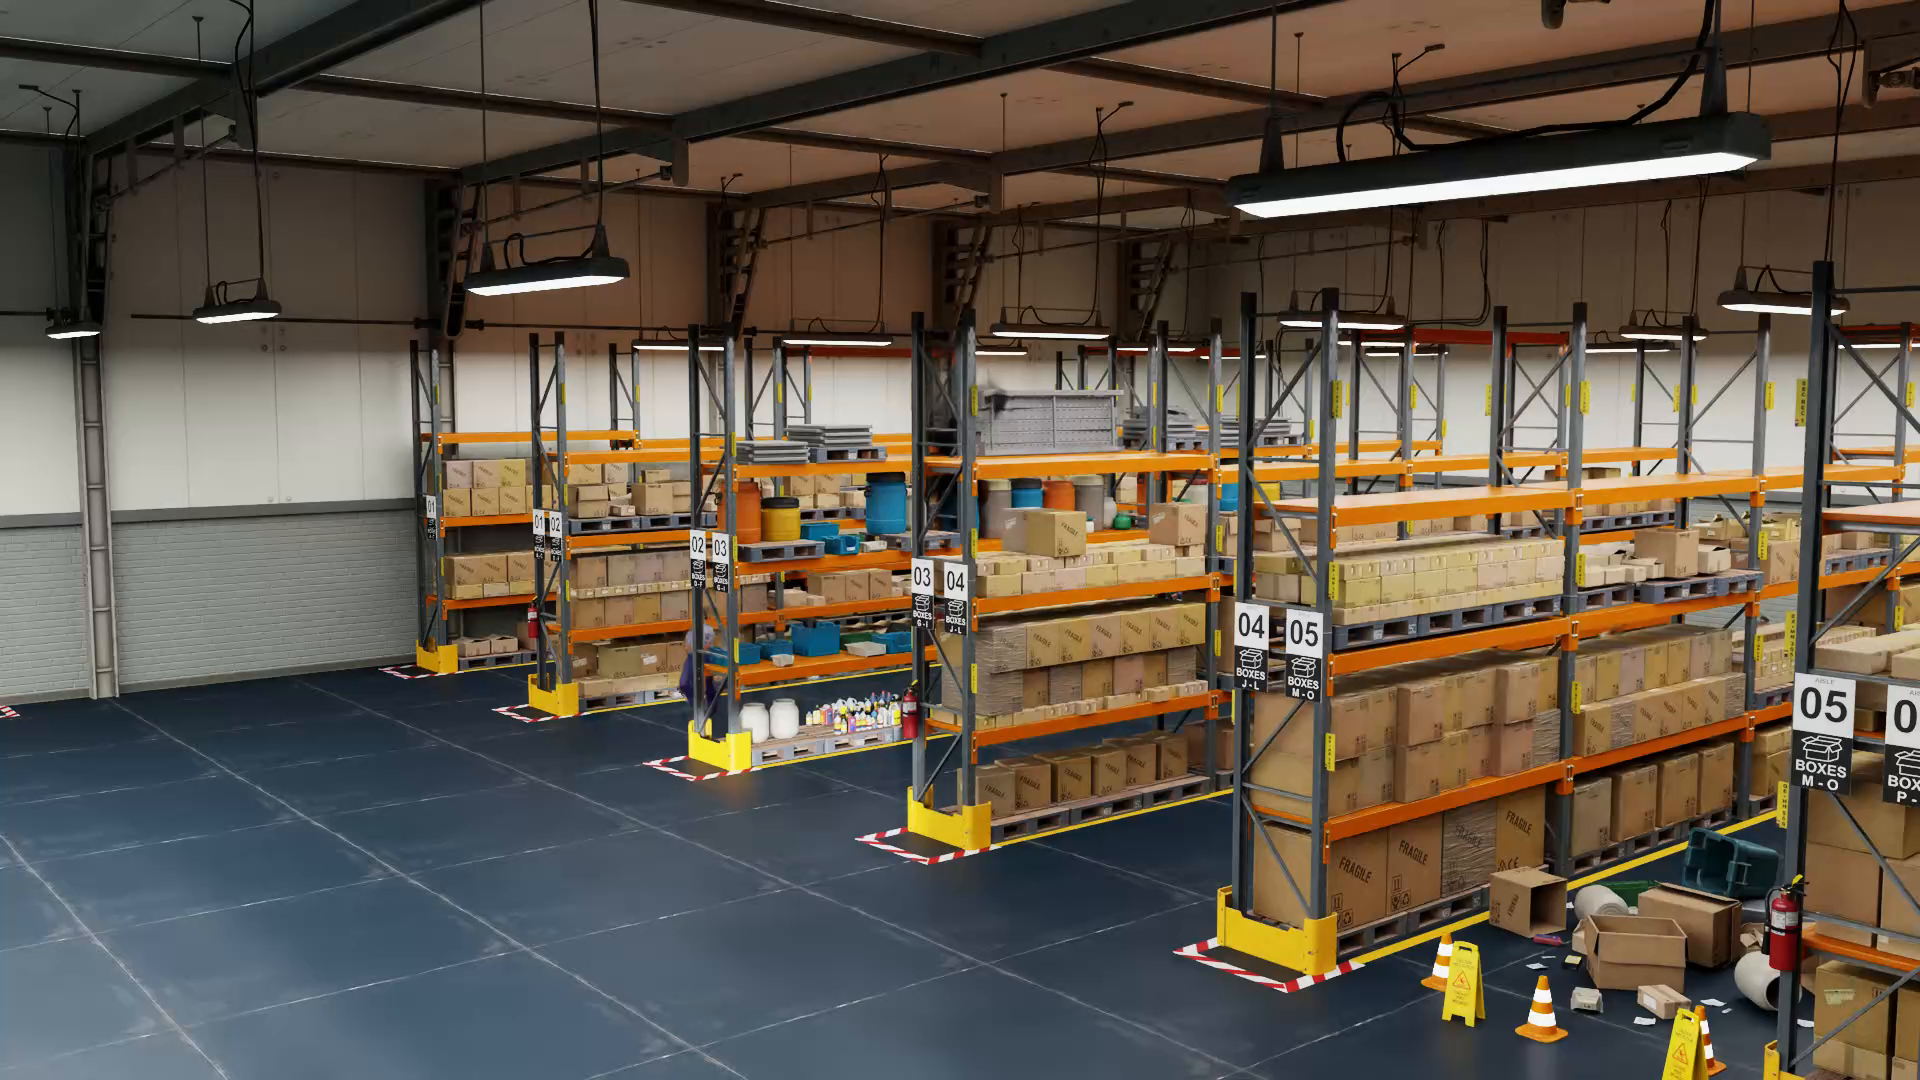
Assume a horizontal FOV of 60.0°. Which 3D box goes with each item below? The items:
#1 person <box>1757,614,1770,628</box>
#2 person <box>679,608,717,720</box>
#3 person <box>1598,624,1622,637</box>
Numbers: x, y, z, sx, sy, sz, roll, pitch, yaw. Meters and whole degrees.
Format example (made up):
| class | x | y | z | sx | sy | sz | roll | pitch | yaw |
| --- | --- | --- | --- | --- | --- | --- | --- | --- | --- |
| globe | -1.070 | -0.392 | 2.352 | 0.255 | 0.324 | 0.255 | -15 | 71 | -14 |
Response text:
| class | x | y | z | sx | sy | sz | roll | pitch | yaw |
| --- | --- | --- | --- | --- | --- | --- | --- | --- | --- |
| person | 11.963 | 1.992 | 24.826 | 0.898 | 1.808 | 0.674 | -3 | 6 | -32 |
| person | -3.842 | 1.825 | 24.449 | 0.575 | 1.693 | 0.637 | 4 | 7 | 38 |
| person | 9.690 | 2.001 | 24.812 | 0.671 | 1.801 | 0.721 | 5 | 7 | 44 |
